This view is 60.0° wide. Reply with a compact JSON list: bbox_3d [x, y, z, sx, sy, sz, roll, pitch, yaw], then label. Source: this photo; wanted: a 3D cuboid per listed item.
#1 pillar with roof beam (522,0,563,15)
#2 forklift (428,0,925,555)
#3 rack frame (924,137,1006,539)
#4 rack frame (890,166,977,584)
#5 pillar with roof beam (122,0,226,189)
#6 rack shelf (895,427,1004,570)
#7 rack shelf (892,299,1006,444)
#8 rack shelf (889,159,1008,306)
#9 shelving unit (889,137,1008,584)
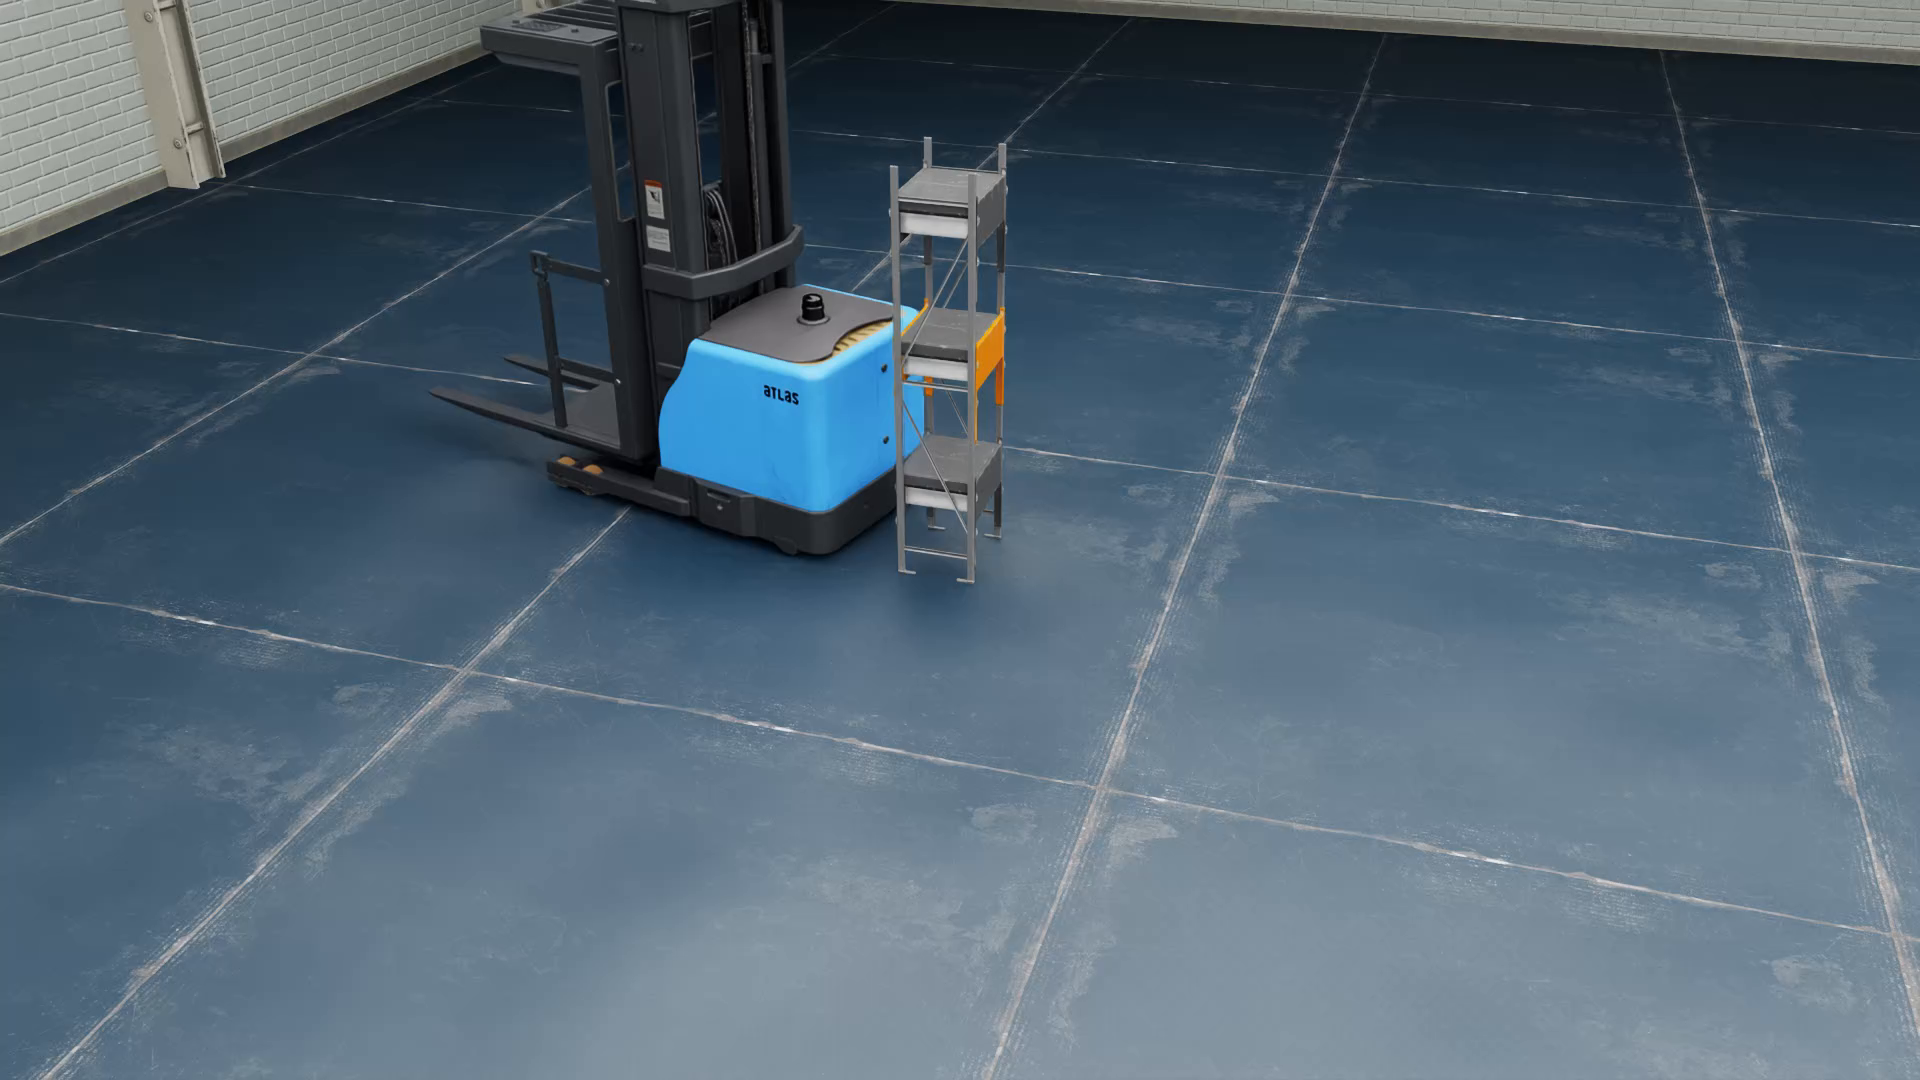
[{"bbox_3d":[-0.691,-9.194,16.021,9.100,9.000,0.400,8,30,15],"label":"pillar with roof beam"},{"bbox_3d":[-1.701,-1.726,8.838,3.031,2.935,1.130,17,33,27],"label":"forklift"},{"bbox_3d":[0.023,-0.954,8.305,0.400,2.100,0.015,8,30,15],"label":"rack frame"},{"bbox_3d":[-0.120,-0.727,7.897,0.400,2.100,0.015,8,30,15],"label":"rack frame"},{"bbox_3d":[-2.452,-6.406,11.009,9.100,9.000,0.400,8,30,15],"label":"pillar with roof beam"},{"bbox_3d":[-0.049,-0.217,8.448,0.431,0.518,0.480,8,30,15],"label":"rack shelf"},{"bbox_3d":[-0.049,-0.829,8.108,0.431,0.518,0.480,8,30,15],"label":"rack shelf"},{"bbox_3d":[-0.049,-1.440,7.768,0.431,0.518,0.480,8,30,15],"label":"rack shelf"},{"bbox_3d":[-0.049,-0.841,8.101,0.431,2.100,0.503,8,30,15],"label":"shelving unit"}]
